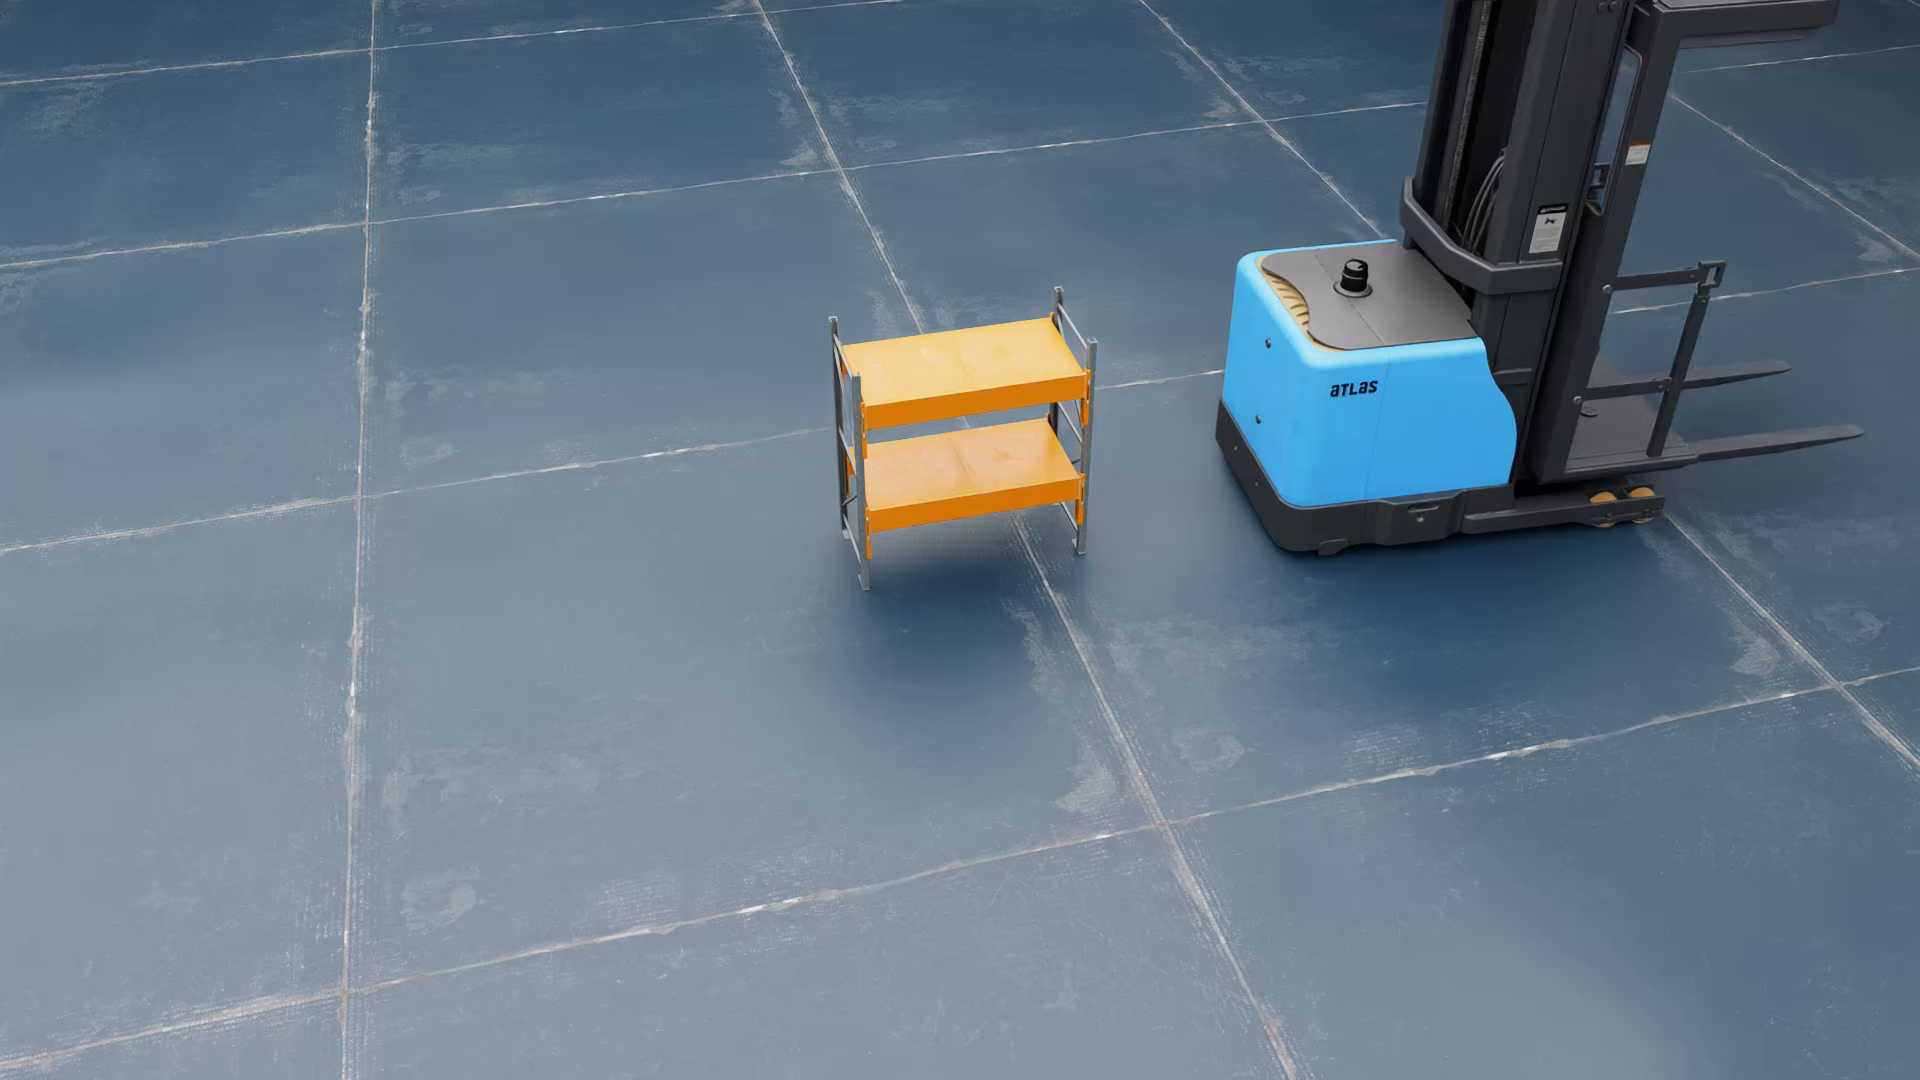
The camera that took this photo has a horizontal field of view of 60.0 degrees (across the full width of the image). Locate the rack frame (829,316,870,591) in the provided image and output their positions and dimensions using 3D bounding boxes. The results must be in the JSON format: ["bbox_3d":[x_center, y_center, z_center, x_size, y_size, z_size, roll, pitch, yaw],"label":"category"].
[{"bbox_3d":[-0.484,-0.367,7.304,0.032,1.125,0.500,-9,38,-12],"label":"rack frame"}]

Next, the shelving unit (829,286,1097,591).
[{"bbox_3d":[0.007,-0.448,7.410,1.048,1.125,0.538,-9,38,-12],"label":"shelving unit"}]

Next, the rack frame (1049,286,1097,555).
[{"bbox_3d":[0.497,-0.528,7.515,0.032,1.125,0.500,-9,38,-12],"label":"rack frame"}]

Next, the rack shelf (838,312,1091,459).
[{"bbox_3d":[0.007,-0.680,7.232,1.000,0.278,0.538,-9,38,-12],"label":"rack shelf"}]

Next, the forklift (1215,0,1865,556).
[{"bbox_3d":[2.842,-1.531,7.339,3.031,2.935,1.130,-7,38,-9],"label":"forklift"}]

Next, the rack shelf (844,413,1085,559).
[{"bbox_3d":[0.007,-0.254,7.558,1.000,0.278,0.538,-9,38,-12],"label":"rack shelf"}]
